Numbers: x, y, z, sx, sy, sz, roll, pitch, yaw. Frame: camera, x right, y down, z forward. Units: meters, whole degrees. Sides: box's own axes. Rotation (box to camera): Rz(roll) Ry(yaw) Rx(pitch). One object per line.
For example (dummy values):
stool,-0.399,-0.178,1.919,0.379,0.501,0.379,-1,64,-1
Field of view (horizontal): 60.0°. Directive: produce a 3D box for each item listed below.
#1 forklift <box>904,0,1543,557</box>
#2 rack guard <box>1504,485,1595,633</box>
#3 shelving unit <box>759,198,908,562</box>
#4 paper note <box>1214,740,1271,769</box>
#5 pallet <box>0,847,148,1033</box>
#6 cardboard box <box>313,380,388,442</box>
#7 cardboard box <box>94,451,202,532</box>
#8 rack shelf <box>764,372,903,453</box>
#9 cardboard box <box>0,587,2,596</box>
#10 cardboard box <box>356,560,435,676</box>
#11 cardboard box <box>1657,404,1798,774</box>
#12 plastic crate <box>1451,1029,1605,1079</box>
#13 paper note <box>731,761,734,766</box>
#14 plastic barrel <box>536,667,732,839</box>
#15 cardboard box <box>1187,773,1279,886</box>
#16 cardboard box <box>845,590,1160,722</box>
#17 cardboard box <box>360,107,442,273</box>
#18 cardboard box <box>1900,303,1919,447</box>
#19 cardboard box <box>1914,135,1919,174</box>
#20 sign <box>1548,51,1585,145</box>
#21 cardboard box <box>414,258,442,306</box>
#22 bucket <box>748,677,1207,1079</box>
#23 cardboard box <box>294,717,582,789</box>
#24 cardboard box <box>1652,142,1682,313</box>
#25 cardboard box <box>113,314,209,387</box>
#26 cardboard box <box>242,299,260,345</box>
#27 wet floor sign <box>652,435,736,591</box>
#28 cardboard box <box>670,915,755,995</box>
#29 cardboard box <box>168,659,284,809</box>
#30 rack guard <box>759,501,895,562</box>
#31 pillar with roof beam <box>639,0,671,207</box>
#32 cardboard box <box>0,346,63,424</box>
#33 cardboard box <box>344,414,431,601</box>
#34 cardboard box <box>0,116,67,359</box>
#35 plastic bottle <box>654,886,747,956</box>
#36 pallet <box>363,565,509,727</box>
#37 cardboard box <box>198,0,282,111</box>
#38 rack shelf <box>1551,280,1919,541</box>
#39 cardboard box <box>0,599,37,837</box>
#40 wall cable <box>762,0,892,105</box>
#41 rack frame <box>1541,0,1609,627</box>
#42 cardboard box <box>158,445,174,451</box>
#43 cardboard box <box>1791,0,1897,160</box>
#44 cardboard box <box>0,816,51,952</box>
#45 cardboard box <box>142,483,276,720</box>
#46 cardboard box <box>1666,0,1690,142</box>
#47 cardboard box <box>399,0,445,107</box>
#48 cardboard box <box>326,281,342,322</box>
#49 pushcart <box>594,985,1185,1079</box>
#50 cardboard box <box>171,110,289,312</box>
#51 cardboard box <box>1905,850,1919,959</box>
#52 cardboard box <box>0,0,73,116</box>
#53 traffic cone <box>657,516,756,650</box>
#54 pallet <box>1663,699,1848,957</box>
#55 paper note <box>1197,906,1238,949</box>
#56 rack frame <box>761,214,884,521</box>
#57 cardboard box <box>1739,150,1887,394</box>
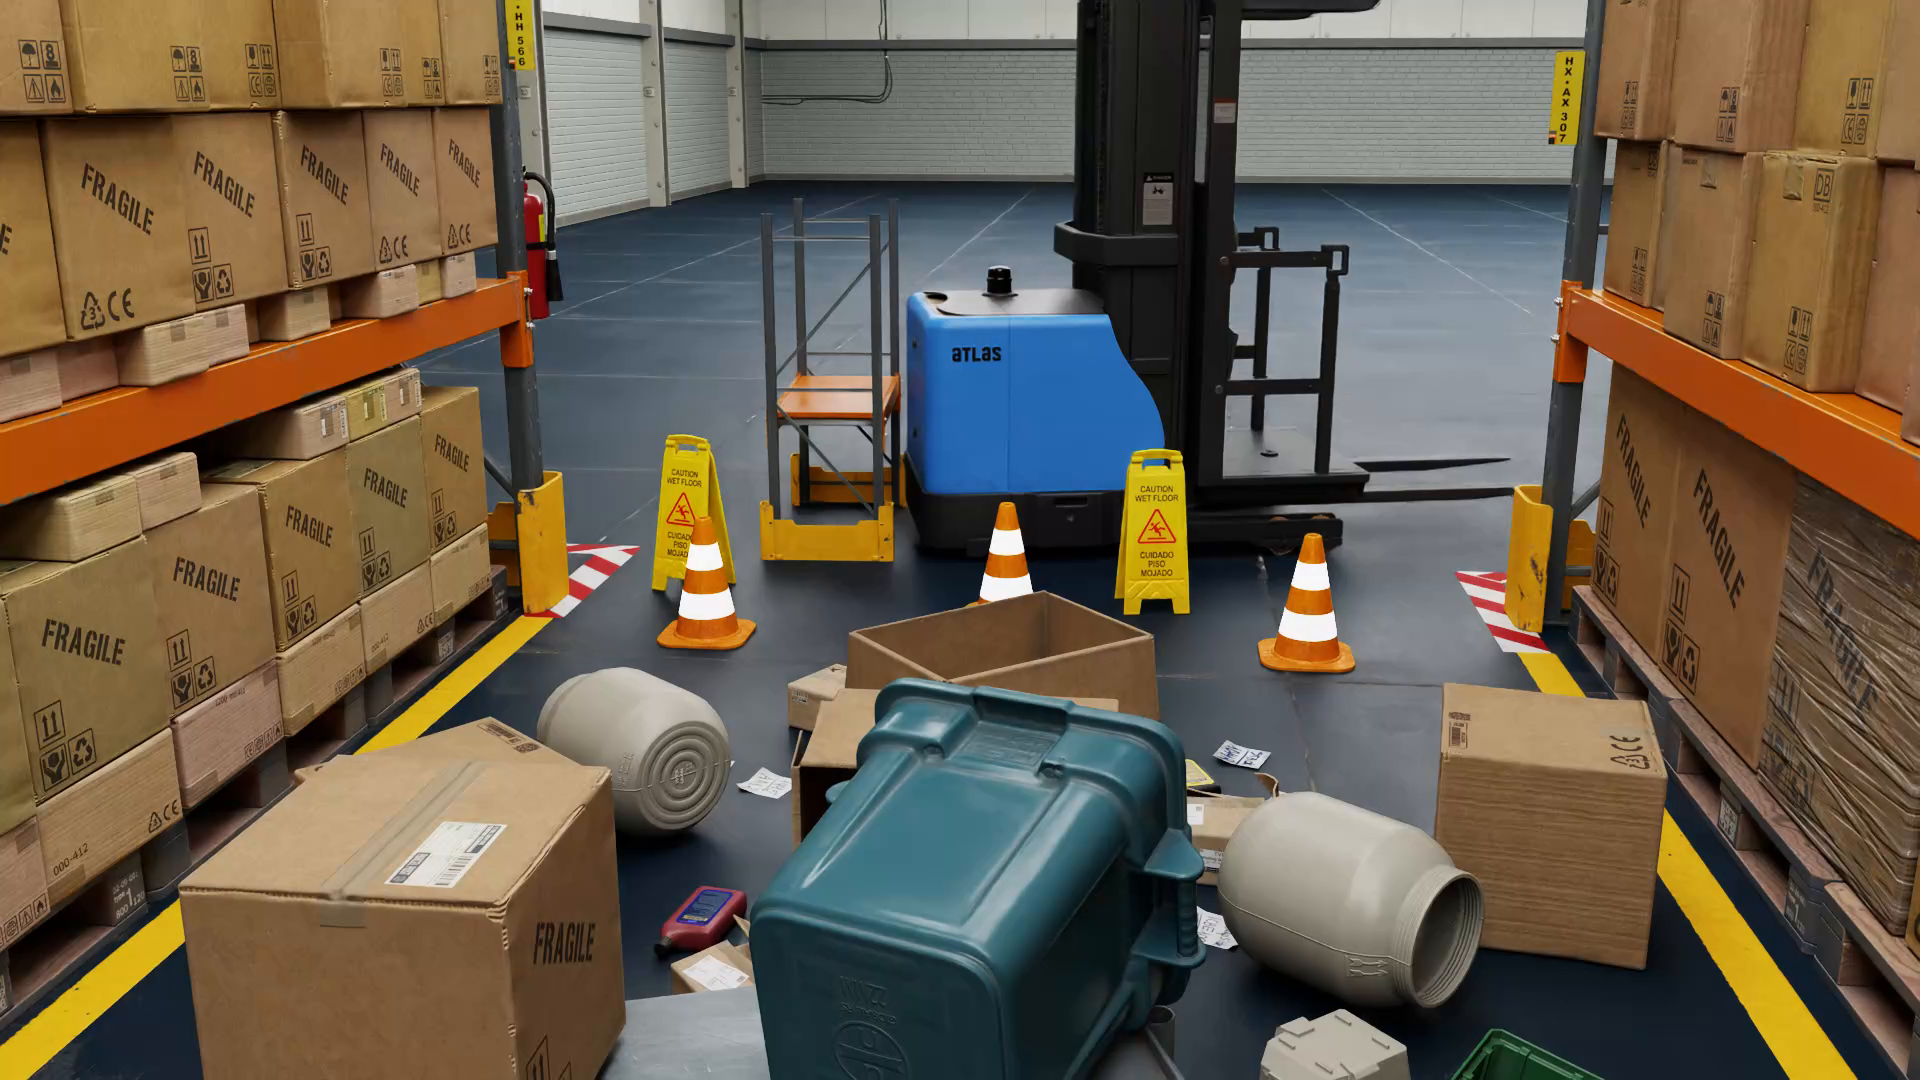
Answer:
forklift,1.285,-1.487,7.547,3.031,2.935,1.130,-2,15,-7
rack guard,2.738,0.084,6.395,1.175,0.500,0.348,2,15,6
shelving unit,-0.566,-0.773,7.647,0.587,1.500,1.083,1,15,2
paper note,0.876,0.663,5.154,0.144,0.017,0.142,7,17,25
pallet,-2.606,0.972,3.663,1.003,0.211,1.213,2,15,6
cardboard box,-2.032,-0.409,5.212,0.380,0.149,0.250,2,15,7
cardboard box,-2.154,-0.128,4.174,0.380,0.149,0.250,3,15,9
rack shelf,-0.566,-0.602,7.703,0.538,0.185,1.000,1,15,2
cardboard box,-2.238,0.075,3.423,0.380,0.149,0.250,2,15,7
cardboard box,-2.085,0.240,5.491,0.500,0.250,0.500,2,15,6
cardboard box,2.627,0.112,4.766,0.875,0.875,0.875,1,15,5
plastic crate,1.001,1.167,2.878,0.450,0.188,0.662,22,25,31
paper note,-0.718,0.697,5.065,0.032,0.001,0.123,2,15,6
plastic barrel,-0.924,0.588,4.678,0.421,0.421,0.512,-14,20,-42
cardboard box,0.647,0.740,4.415,0.396,0.266,0.258,4,16,16
cardboard box,0.122,0.499,4.853,0.797,0.503,0.637,-10,18,-32
cardboard box,-2.044,-1.150,5.406,0.500,0.500,0.500,2,15,6
cardboard box,2.353,-0.391,3.075,0.875,0.550,0.550,2,15,6
cardboard box,2.306,-0.914,2.939,0.875,0.550,0.550,2,15,6
sign,2.184,-1.591,5.988,0.100,0.325,0.005,2,15,6
cardboard box,-1.993,-0.877,5.640,0.380,0.149,0.250,1,15,5
bucket,0.008,0.664,2.819,0.726,0.611,0.620,7,27,25
cardboard box,-1.173,0.769,3.857,0.500,0.500,0.500,-14,20,-42
cardboard box,2.698,-0.948,5.135,0.875,0.550,0.550,2,15,6
cardboard box,-2.138,-0.481,4.177,0.380,0.149,0.250,2,15,7
cardboard box,-2.216,-0.616,4.675,0.380,0.149,0.250,2,15,6
wet floor sign,-1.110,-0.118,6.861,0.267,0.644,0.232,7,17,25
cardboard box,-0.422,0.973,3.556,0.258,0.266,0.396,-10,18,-32
cardboard box,-2.205,0.504,4.514,0.500,0.250,0.500,1,15,6
rack guard,-0.585,-0.040,7.330,0.587,0.250,0.087,1,15,2
pillar with roof beam,-1.116,-10.221,28.223,9.100,9.000,0.400,2,15,6
cardboard box,-2.253,-0.350,3.691,0.380,0.149,0.250,2,15,8
cardboard box,-2.082,-0.123,5.396,0.500,0.500,0.500,2,15,8
cardboard box,-2.286,-0.628,3.475,0.500,0.500,0.500,2,15,6
plastic bottle,-0.637,0.940,4.068,0.133,0.061,0.283,4,16,16
pallet,-2.330,0.339,6.004,1.003,0.211,1.213,2,15,6
cardboard box,-2.250,-1.380,4.343,0.700,0.500,0.500,2,15,6
rack shelf,2.509,-0.251,4.221,1.077,0.370,4.000,2,15,6
cardboard box,-2.311,0.419,3.394,0.500,0.500,0.500,2,15,9
wall cable,-3.070,-11.131,37.534,3.097,2.526,0.112,2,15,6
rack frame,2.735,-1.117,6.046,1.000,3.000,0.127,2,15,6
cardboard box,-2.682,-0.001,4.945,0.500,0.500,0.500,2,15,7
cardboard box,2.555,-1.187,3.951,0.875,0.550,0.500,2,15,6
cardboard box,-2.311,0.781,3.492,0.500,0.250,0.500,1,15,4
cardboard box,-2.203,0.145,4.406,0.500,0.500,0.500,3,15,9
cardboard box,2.684,-1.470,4.996,0.875,0.550,0.550,2,15,6
cardboard box,-2.100,-1.641,5.307,0.700,0.500,0.500,2,15,7
cardboard box,-2.161,-0.747,5.159,0.380,0.149,0.250,2,15,7
pushcart,-0.375,1.121,2.793,1.648,0.377,0.936,-4,16,-13
cardboard box,-2.179,-0.889,4.442,0.500,0.500,0.500,2,15,7
cardboard box,2.424,0.583,3.027,0.875,0.875,0.875,2,15,7
cardboard box,-2.302,-1.113,3.355,0.700,0.500,0.500,2,15,7
traffic cone,-0.962,0.138,6.266,0.336,0.463,0.334,2,15,6
pallet,2.582,0.755,4.467,1.003,0.211,1.213,2,15,6
paper note,0.618,0.952,4.099,0.172,0.023,0.155,7,17,25
rack frame,-0.585,-0.643,7.166,0.500,1.500,0.032,1,15,2
cardboard box,2.491,-0.668,4.099,0.875,0.550,0.500,2,15,6
